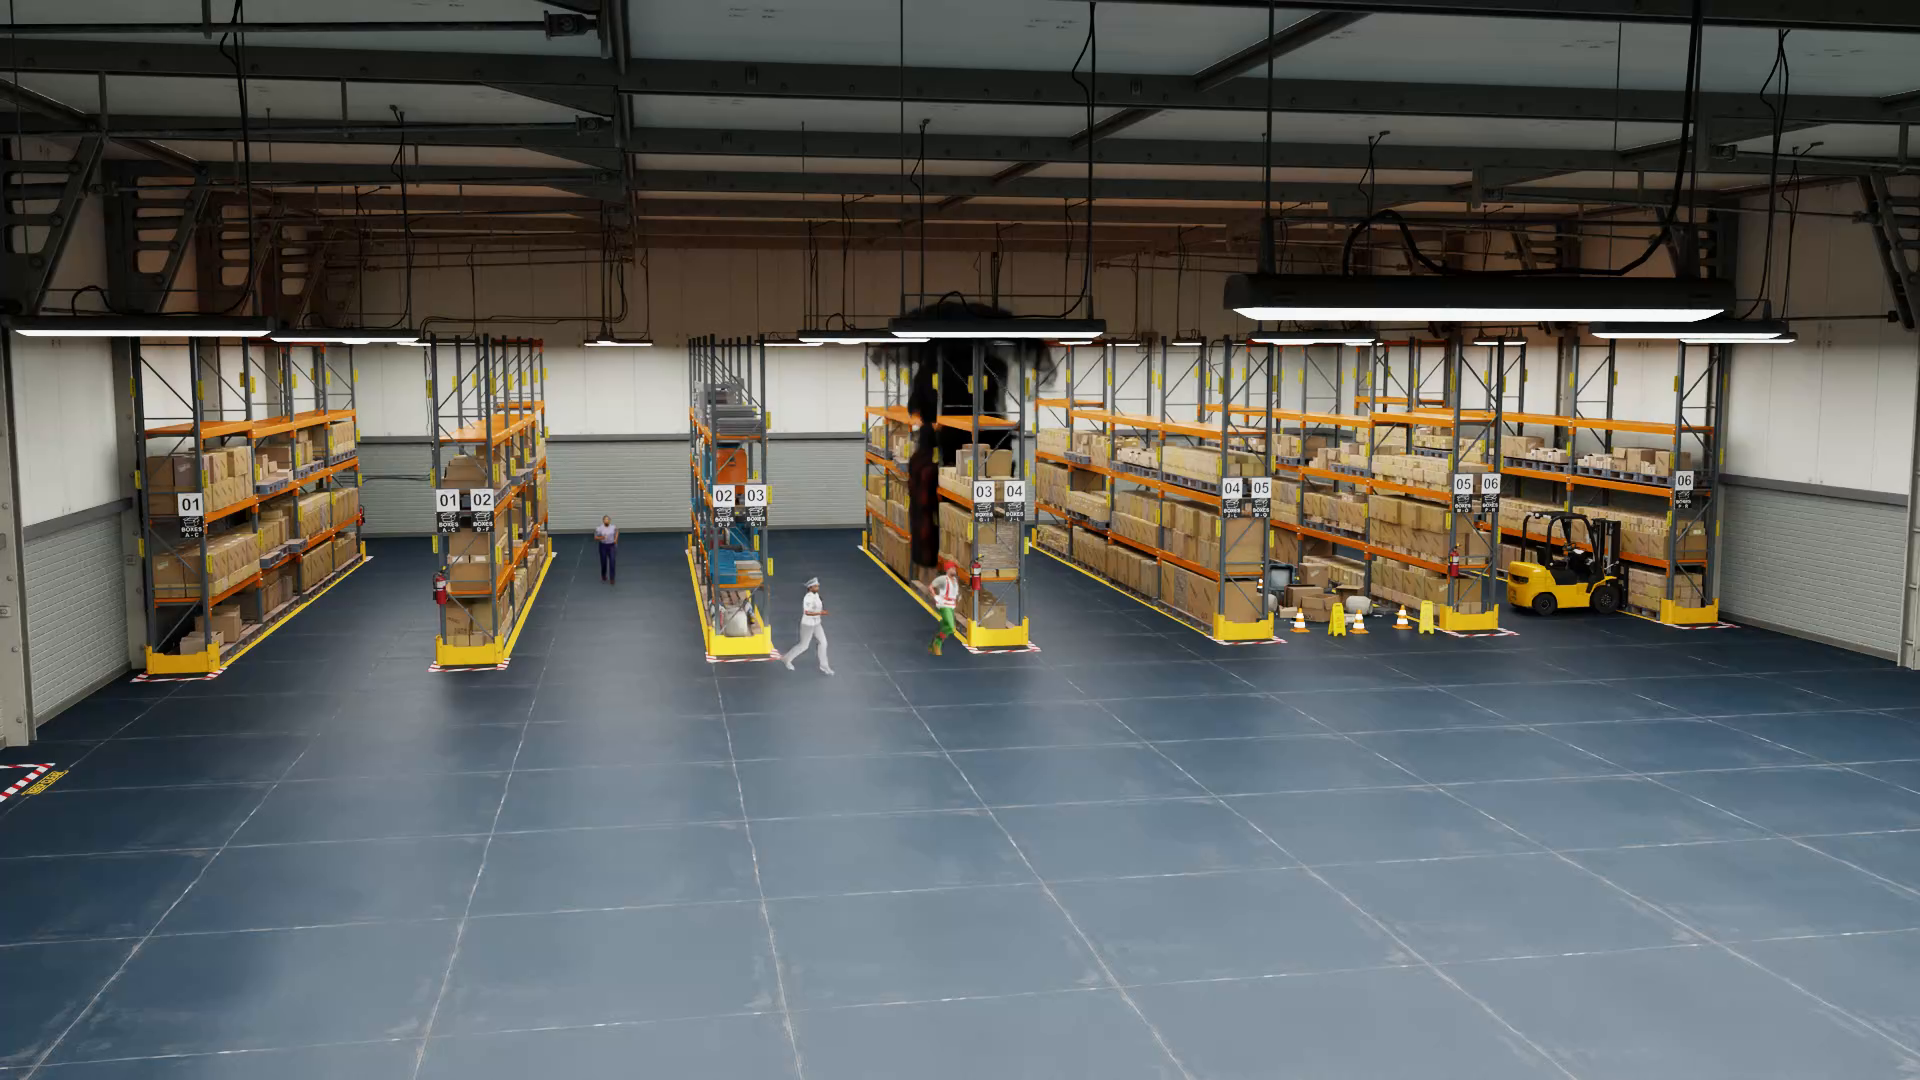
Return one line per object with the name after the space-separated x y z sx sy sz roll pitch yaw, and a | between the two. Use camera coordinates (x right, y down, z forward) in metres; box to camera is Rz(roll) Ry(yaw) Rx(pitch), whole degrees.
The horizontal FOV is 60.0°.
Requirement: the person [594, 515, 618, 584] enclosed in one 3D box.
-8.630 0.225 40.678 0.602 1.628 0.913 -2 7 -18 | person

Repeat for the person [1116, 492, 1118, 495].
4.468 -0.505 46.867 0.723 1.726 0.653 -1 7 -10 | person

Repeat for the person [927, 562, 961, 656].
-0.252 1.280 31.249 0.628 1.758 0.659 4 8 34 | person

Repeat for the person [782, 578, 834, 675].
-2.680 1.517 29.432 0.924 1.733 0.589 2 7 21 | person

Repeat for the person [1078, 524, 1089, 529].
3.770 -0.835 50.059 0.715 1.713 0.560 -2 7 -15 | person
